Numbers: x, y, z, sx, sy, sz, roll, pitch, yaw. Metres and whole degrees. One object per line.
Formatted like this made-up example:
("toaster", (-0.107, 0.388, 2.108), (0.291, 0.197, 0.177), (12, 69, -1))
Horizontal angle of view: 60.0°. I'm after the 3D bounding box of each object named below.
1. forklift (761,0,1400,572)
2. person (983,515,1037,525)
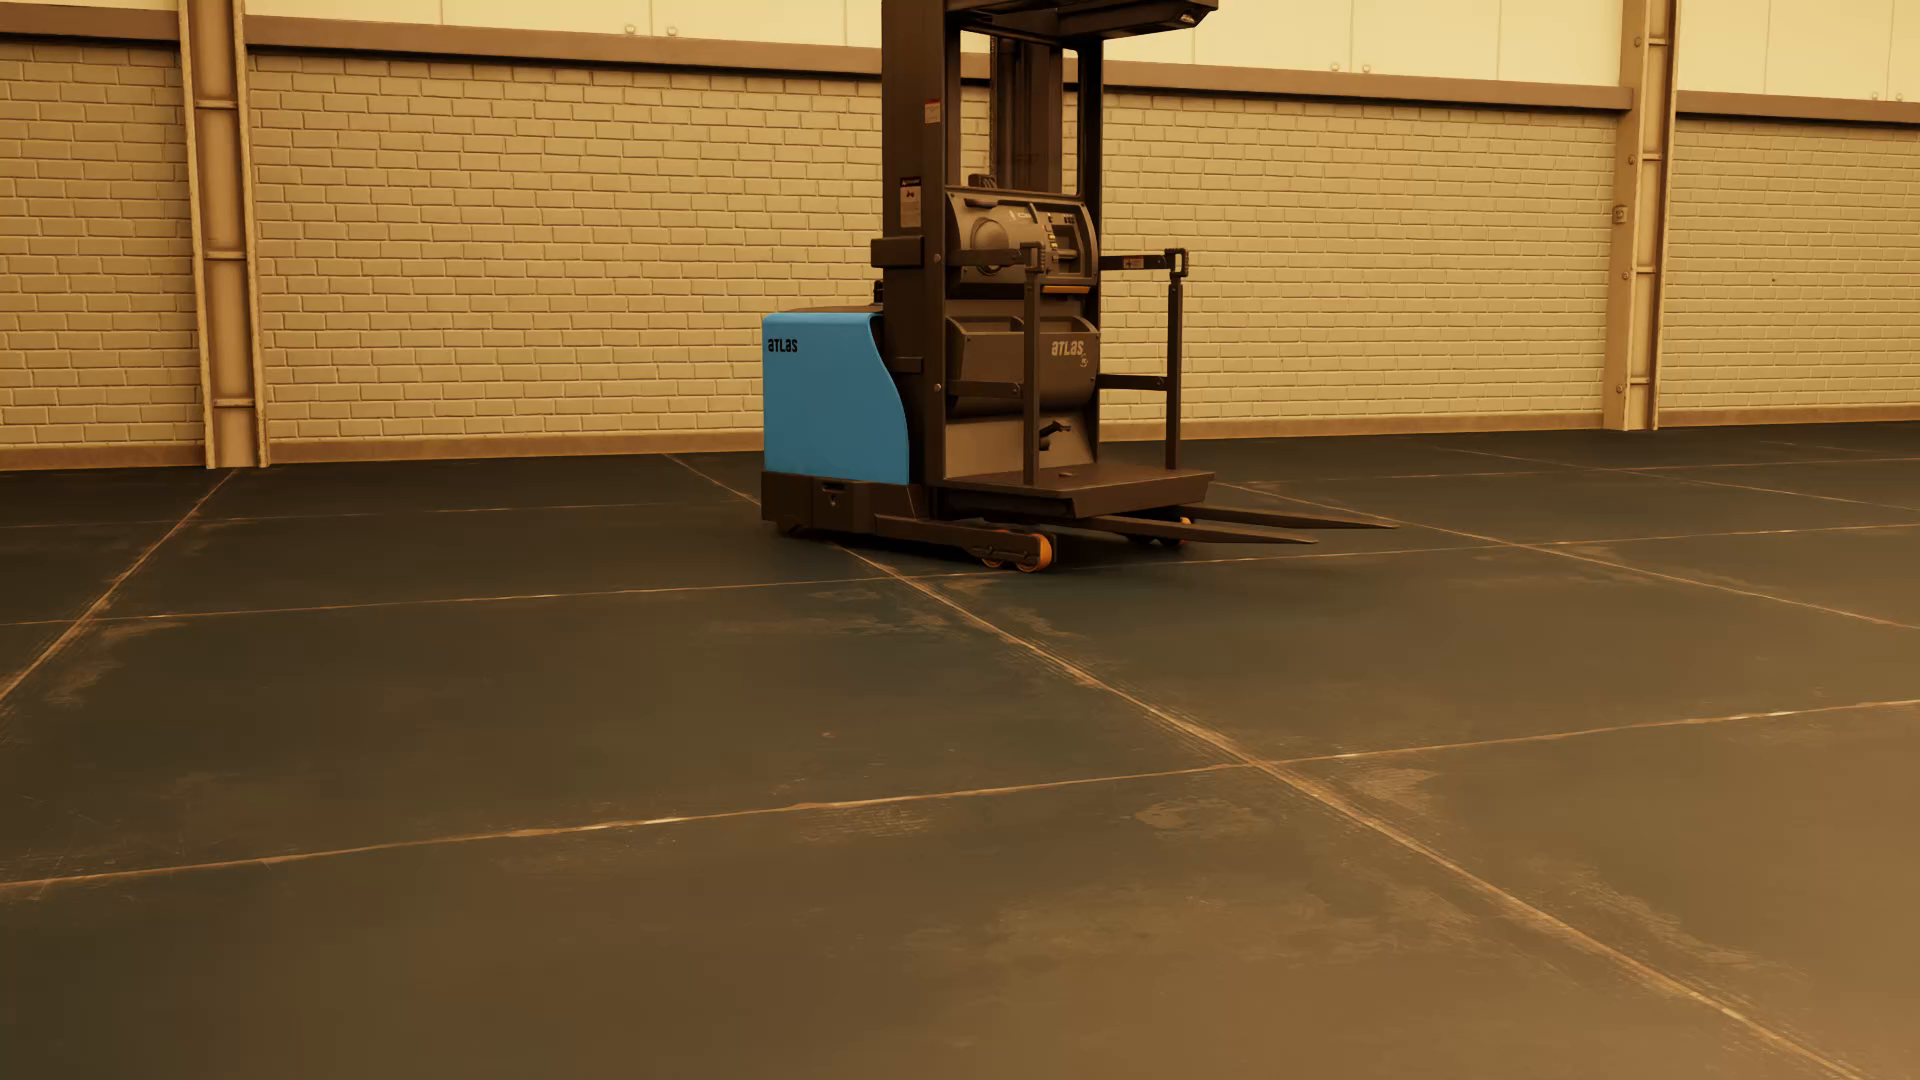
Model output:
("forklift", (0.443, -1.396, 7.310), (3.031, 2.935, 1.130), (7, 11, 43))
("person", (0.062, -0.911, 7.800), (0.558, 1.639, 0.592), (-3, 8, -18))
